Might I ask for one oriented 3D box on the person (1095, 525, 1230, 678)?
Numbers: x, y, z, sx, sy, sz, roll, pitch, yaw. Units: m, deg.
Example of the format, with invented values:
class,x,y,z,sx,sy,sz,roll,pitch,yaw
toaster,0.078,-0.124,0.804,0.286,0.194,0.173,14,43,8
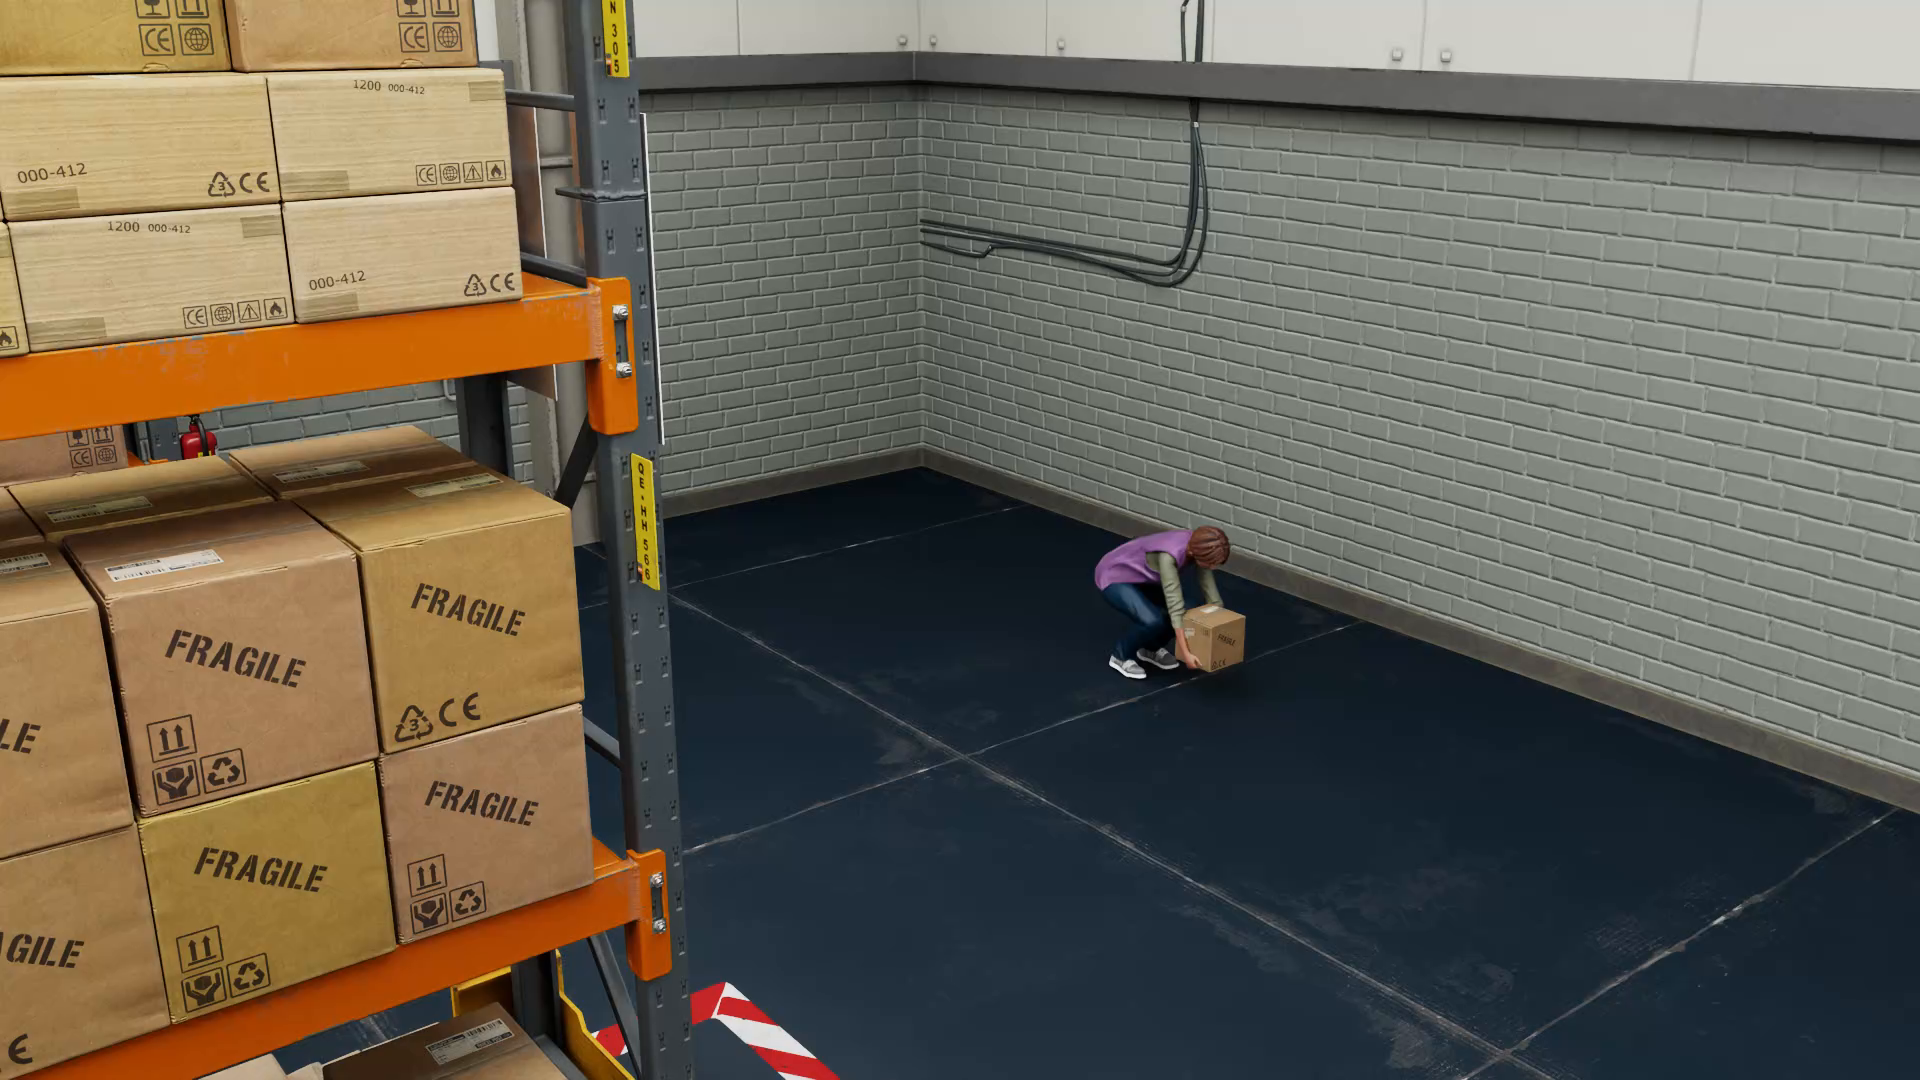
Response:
class,x,y,z,sx,sy,sz,roll,pitch,yaw
person,1.078,0.307,8.775,0.421,0.893,0.844,-14,23,-38
